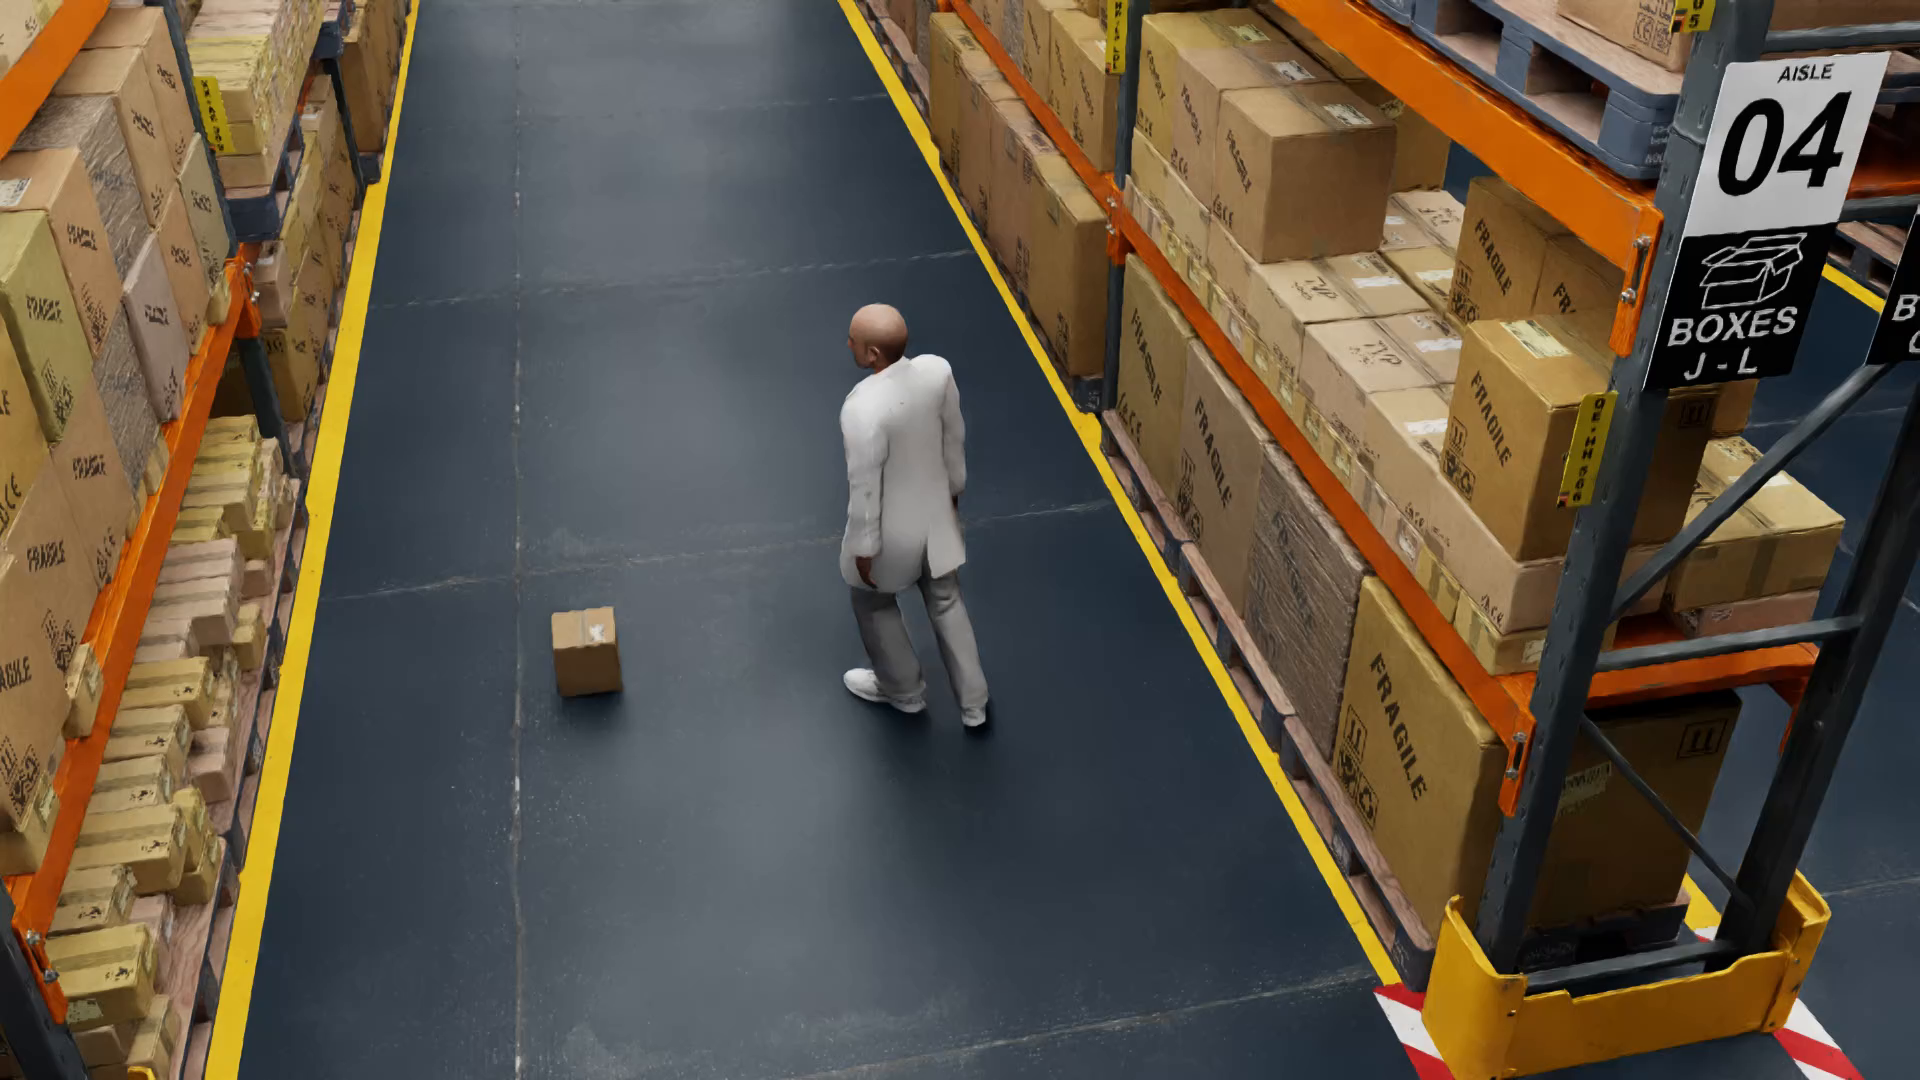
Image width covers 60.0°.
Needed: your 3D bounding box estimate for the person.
[{"bbox_3d":[-0.176,-0.066,6.256,0.627,1.768,0.612,29,43,36],"label":"person"}]
